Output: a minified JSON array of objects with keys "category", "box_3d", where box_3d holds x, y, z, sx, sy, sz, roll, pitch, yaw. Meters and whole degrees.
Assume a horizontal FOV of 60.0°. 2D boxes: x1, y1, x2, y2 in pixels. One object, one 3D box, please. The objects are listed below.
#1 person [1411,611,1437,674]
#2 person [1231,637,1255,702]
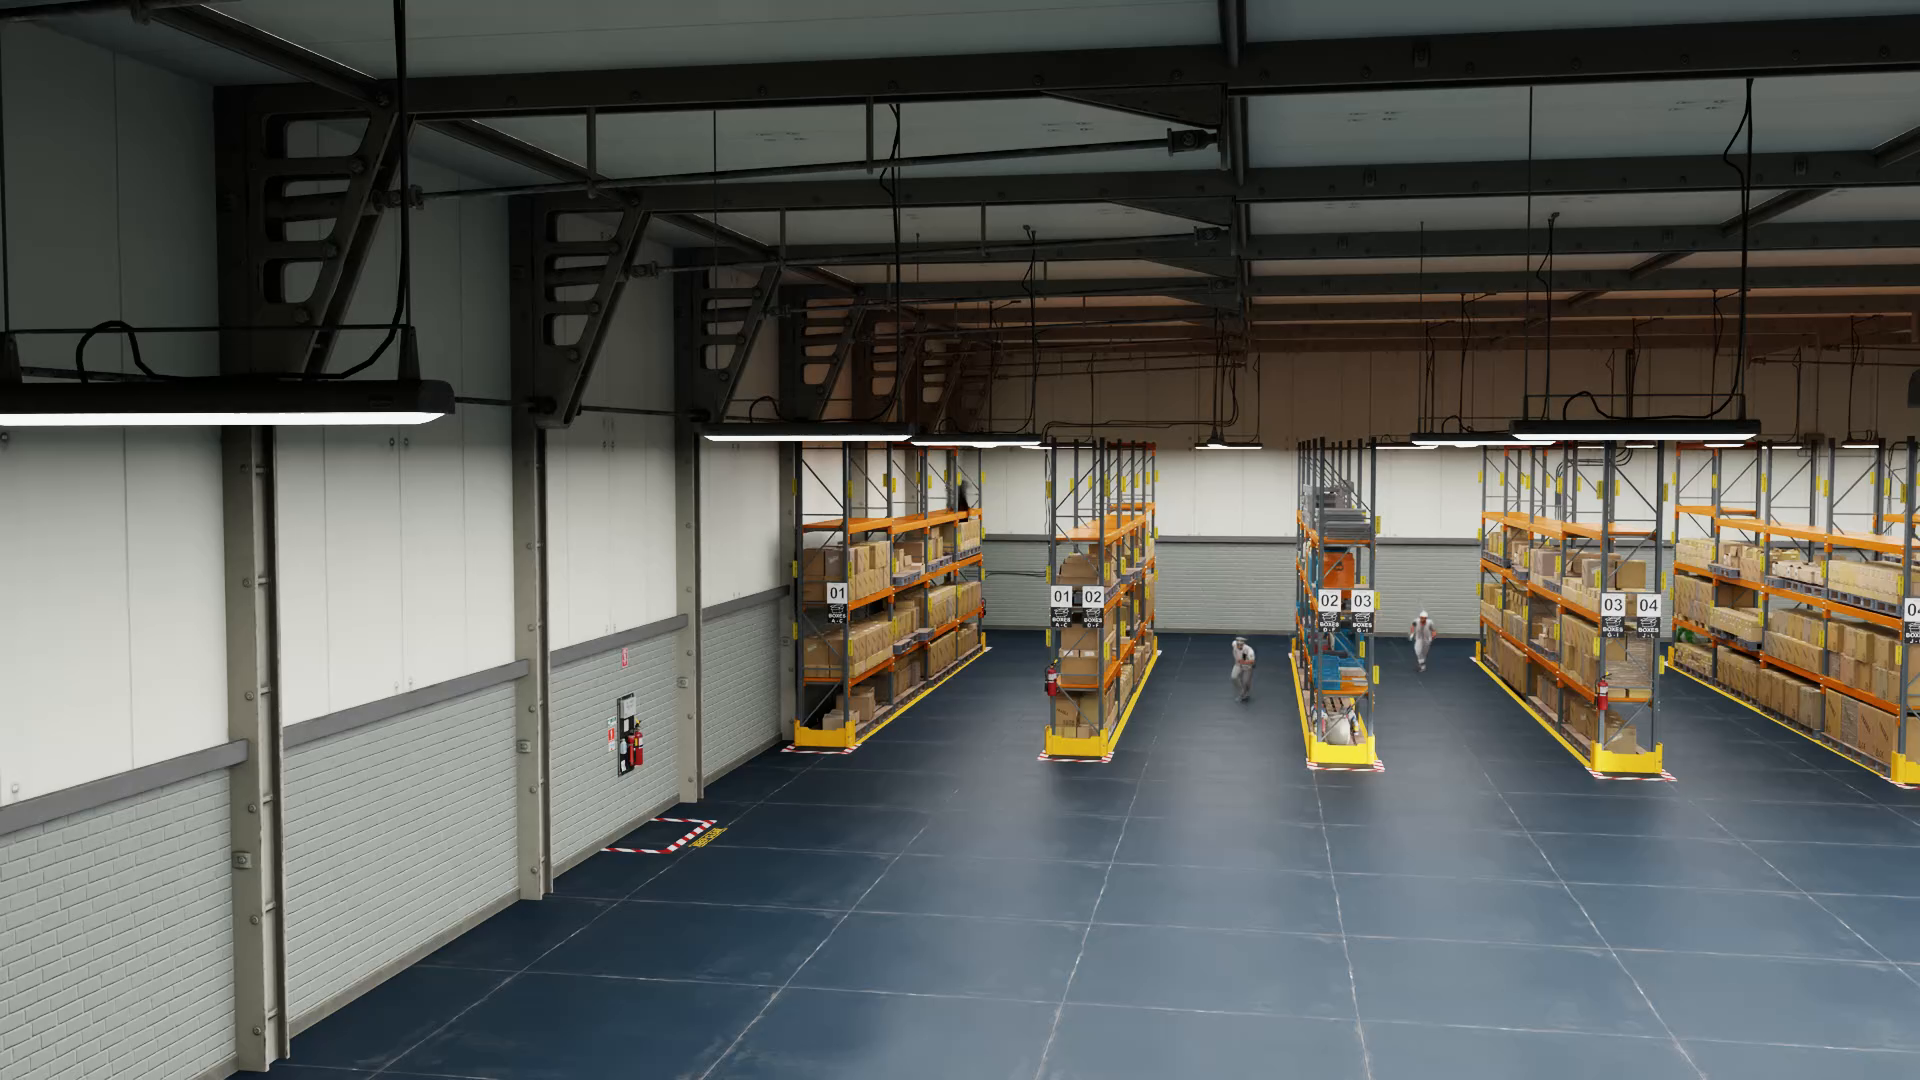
[{"category":"person","box_3d":[12.082,2.628,43.327,0.658,1.625,1.131,1,3,17]},{"category":"person","box_3d":[6.546,2.964,38.275,0.656,1.537,1.185,2,3,27]}]
